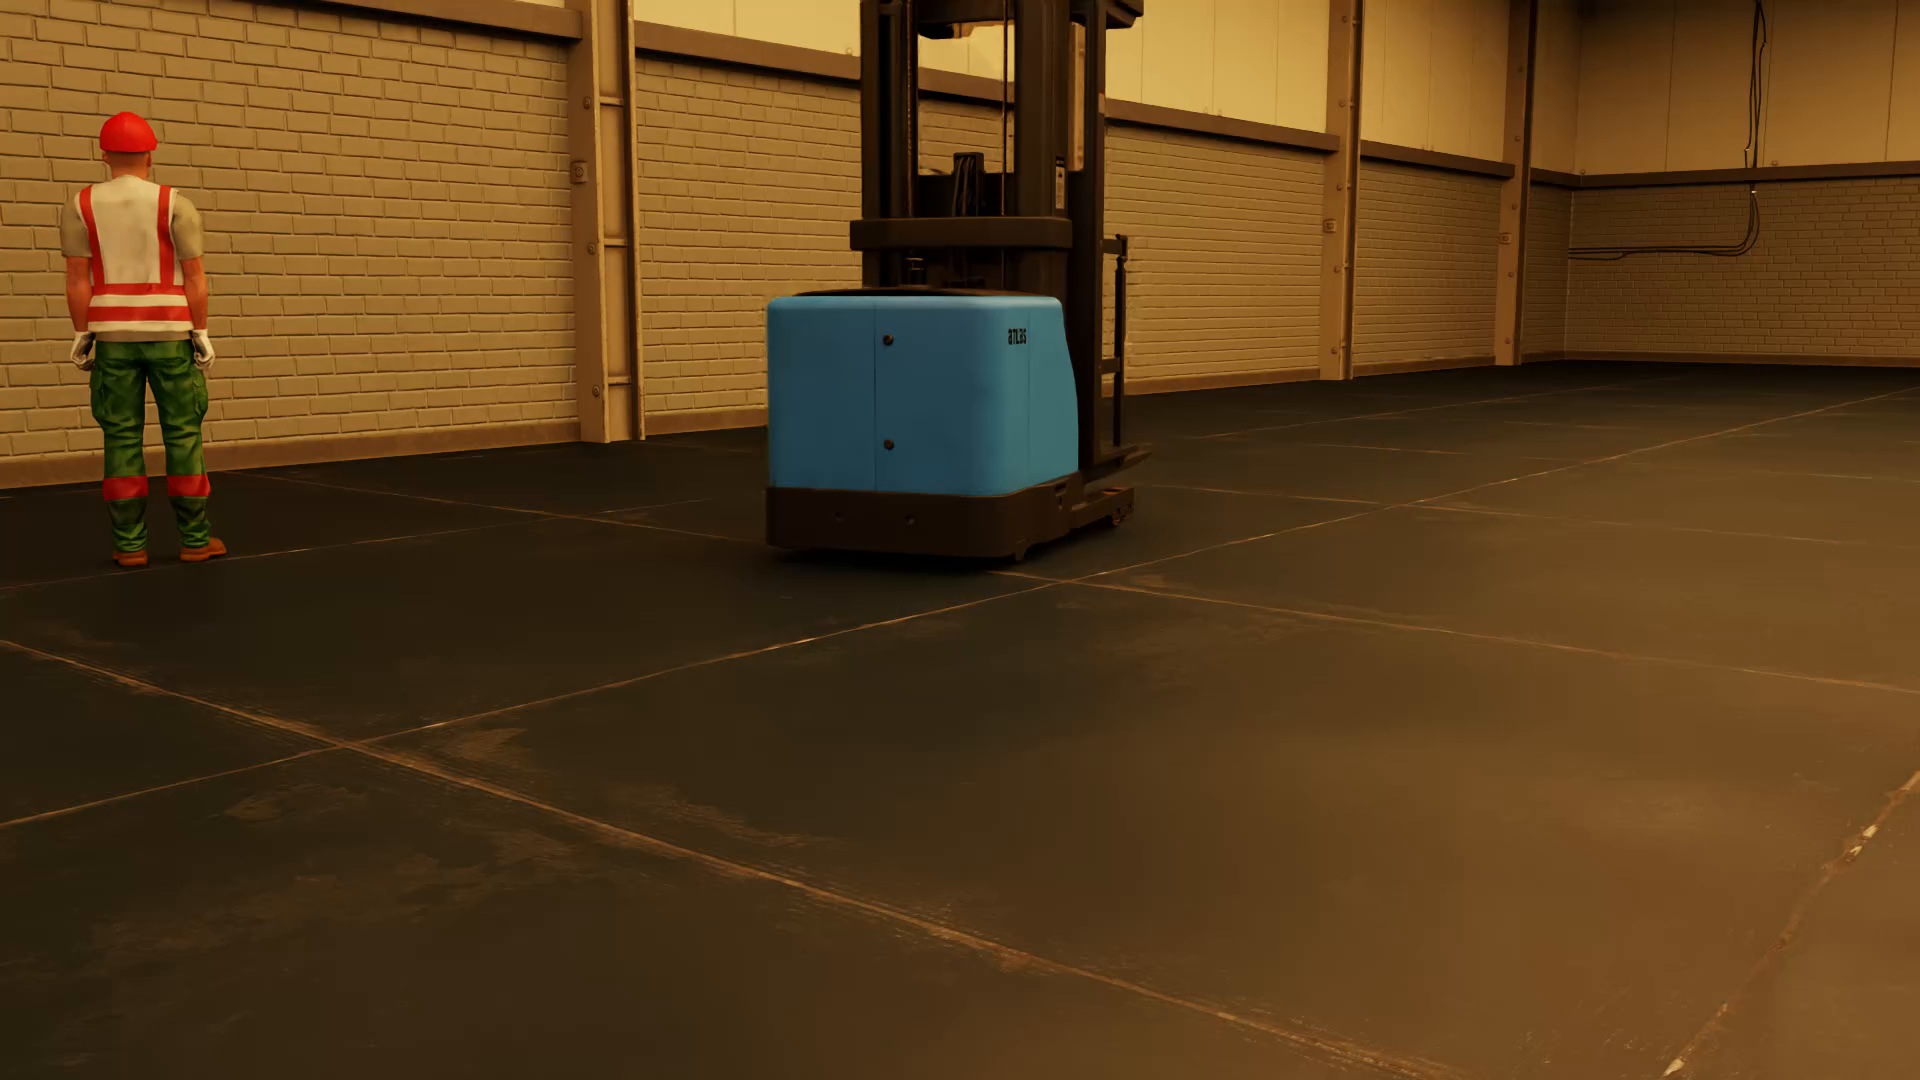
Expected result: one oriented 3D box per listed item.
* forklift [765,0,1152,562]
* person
[{"bbox_3d":[0.207,-1.536,7.779,1.130,2.935,3.031,3,9,21],"label":"forklift"},{"bbox_3d":[-3.289,-0.800,6.696,0.526,1.796,0.363,-3,9,-20],"label":"person"}]
